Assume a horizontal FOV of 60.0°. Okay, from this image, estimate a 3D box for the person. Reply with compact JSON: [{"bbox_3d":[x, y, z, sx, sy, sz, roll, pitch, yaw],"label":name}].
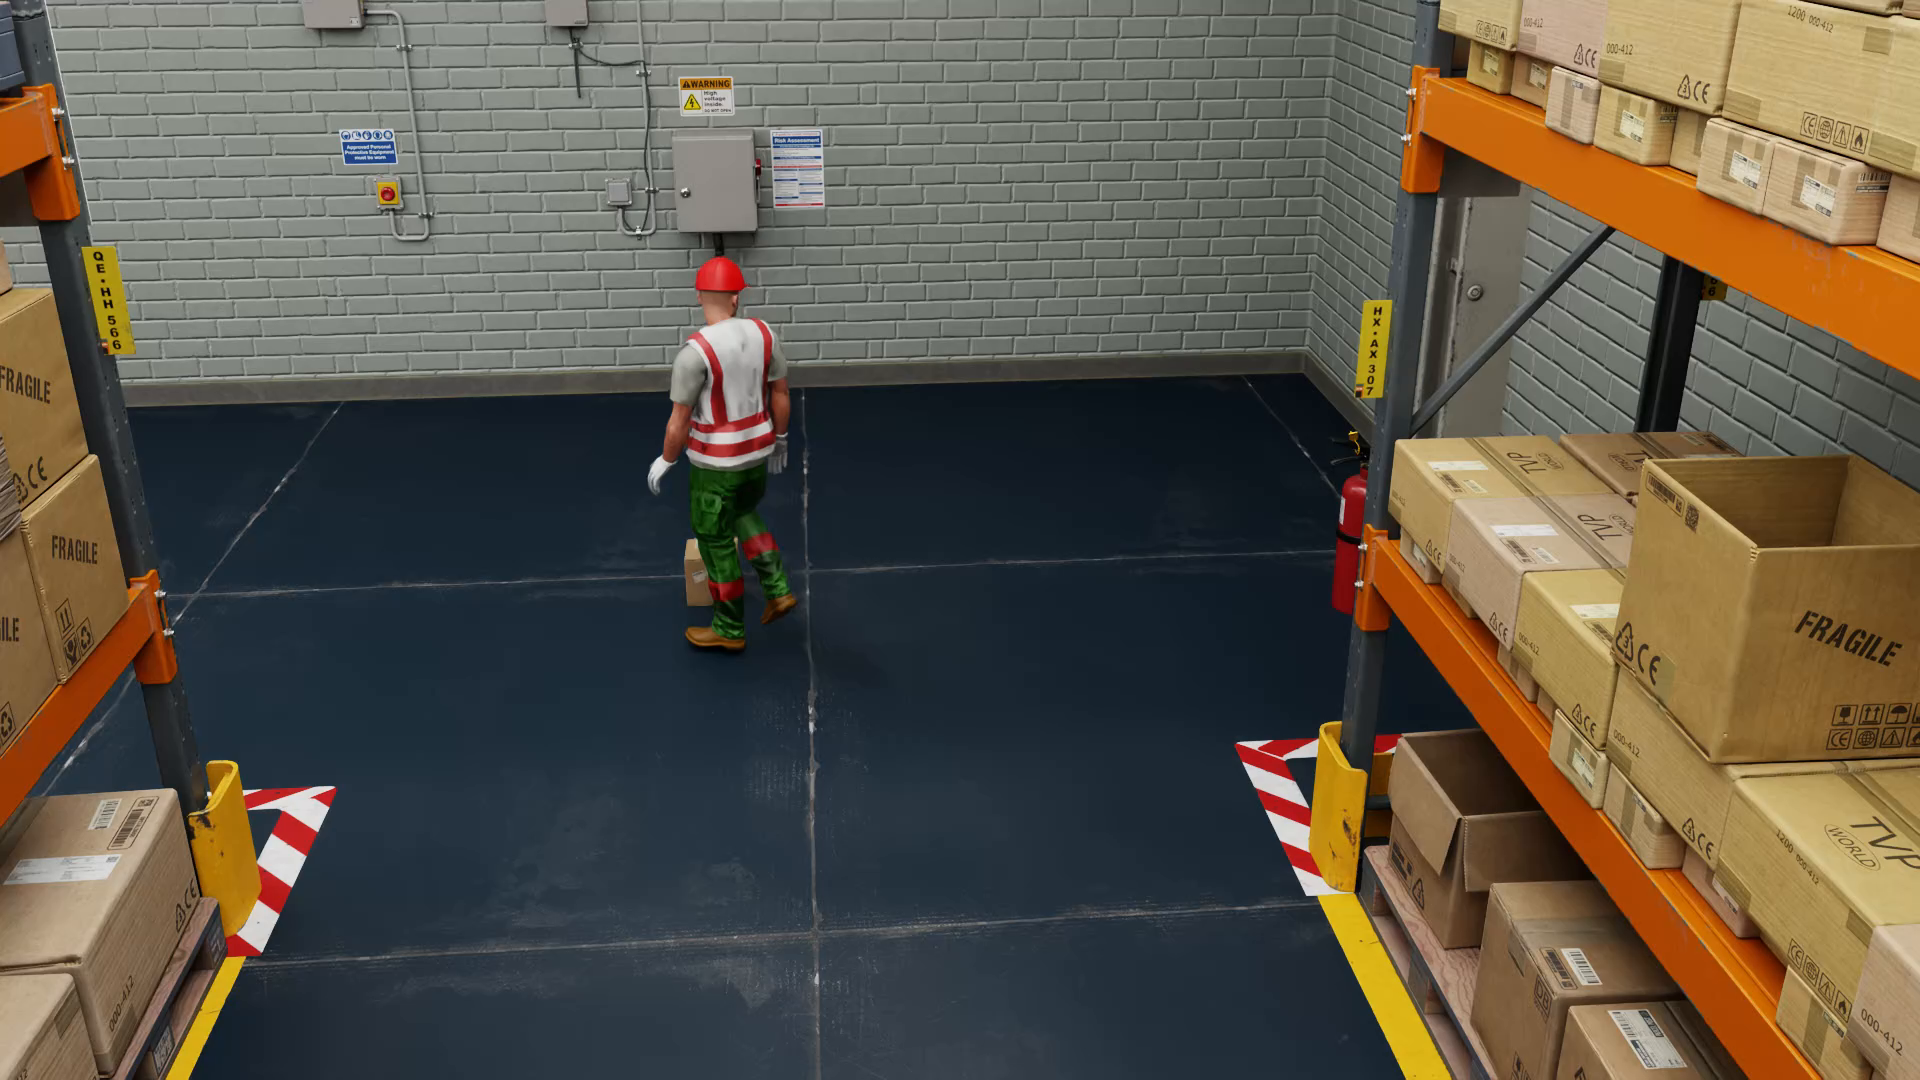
[{"bbox_3d":[-1.035,-0.359,7.335,0.458,1.784,0.619,18,29,35],"label":"person"}]
